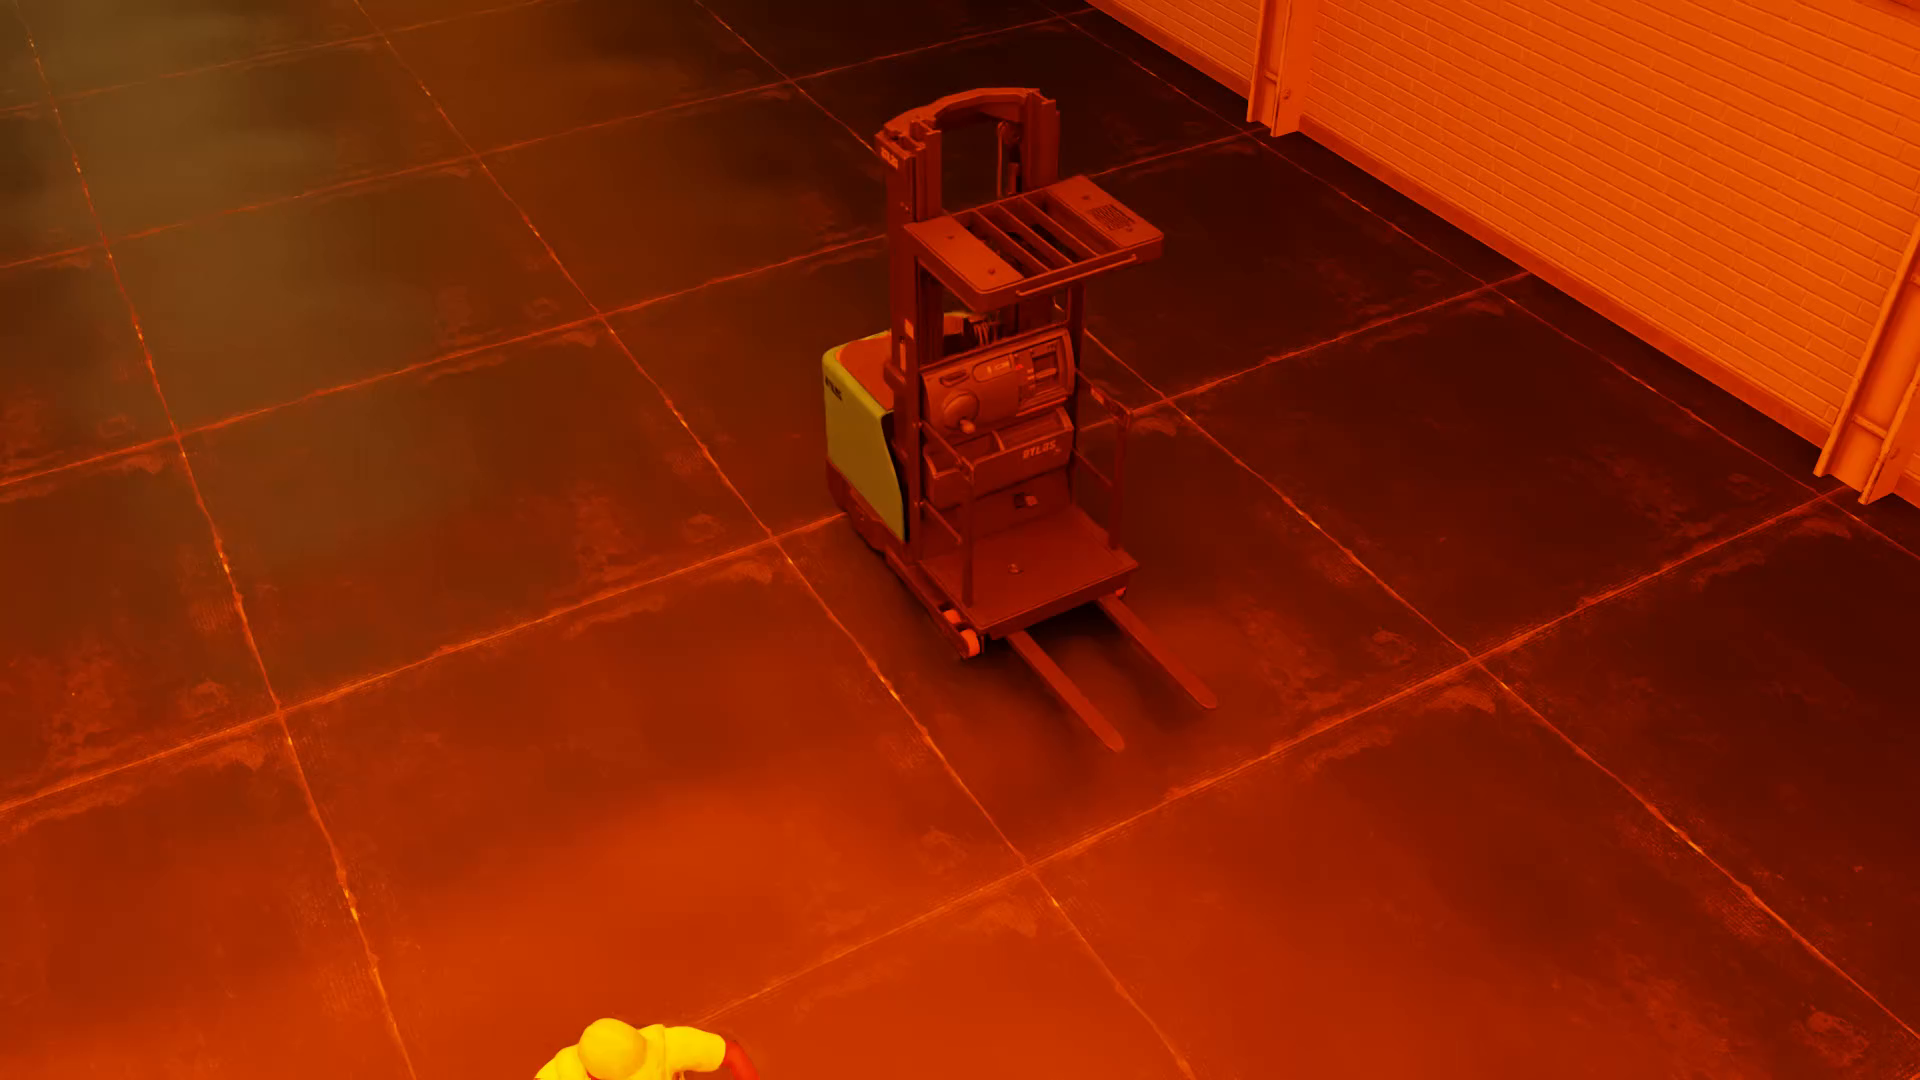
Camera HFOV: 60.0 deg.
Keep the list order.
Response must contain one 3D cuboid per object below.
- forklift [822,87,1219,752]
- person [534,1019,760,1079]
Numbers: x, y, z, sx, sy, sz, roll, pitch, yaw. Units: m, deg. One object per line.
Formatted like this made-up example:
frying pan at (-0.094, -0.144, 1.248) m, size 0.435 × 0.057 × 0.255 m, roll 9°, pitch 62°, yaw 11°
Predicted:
forklift at (0.331, -0.792, 8.992) m, size 1.130 × 2.935 × 3.031 m, roll -21°, pitch 44°, yaw -23°
person at (-1.227, 2.310, 6.296) m, size 1.085 × 1.638 × 0.506 m, roll 0°, pitch 40°, yaw 0°
